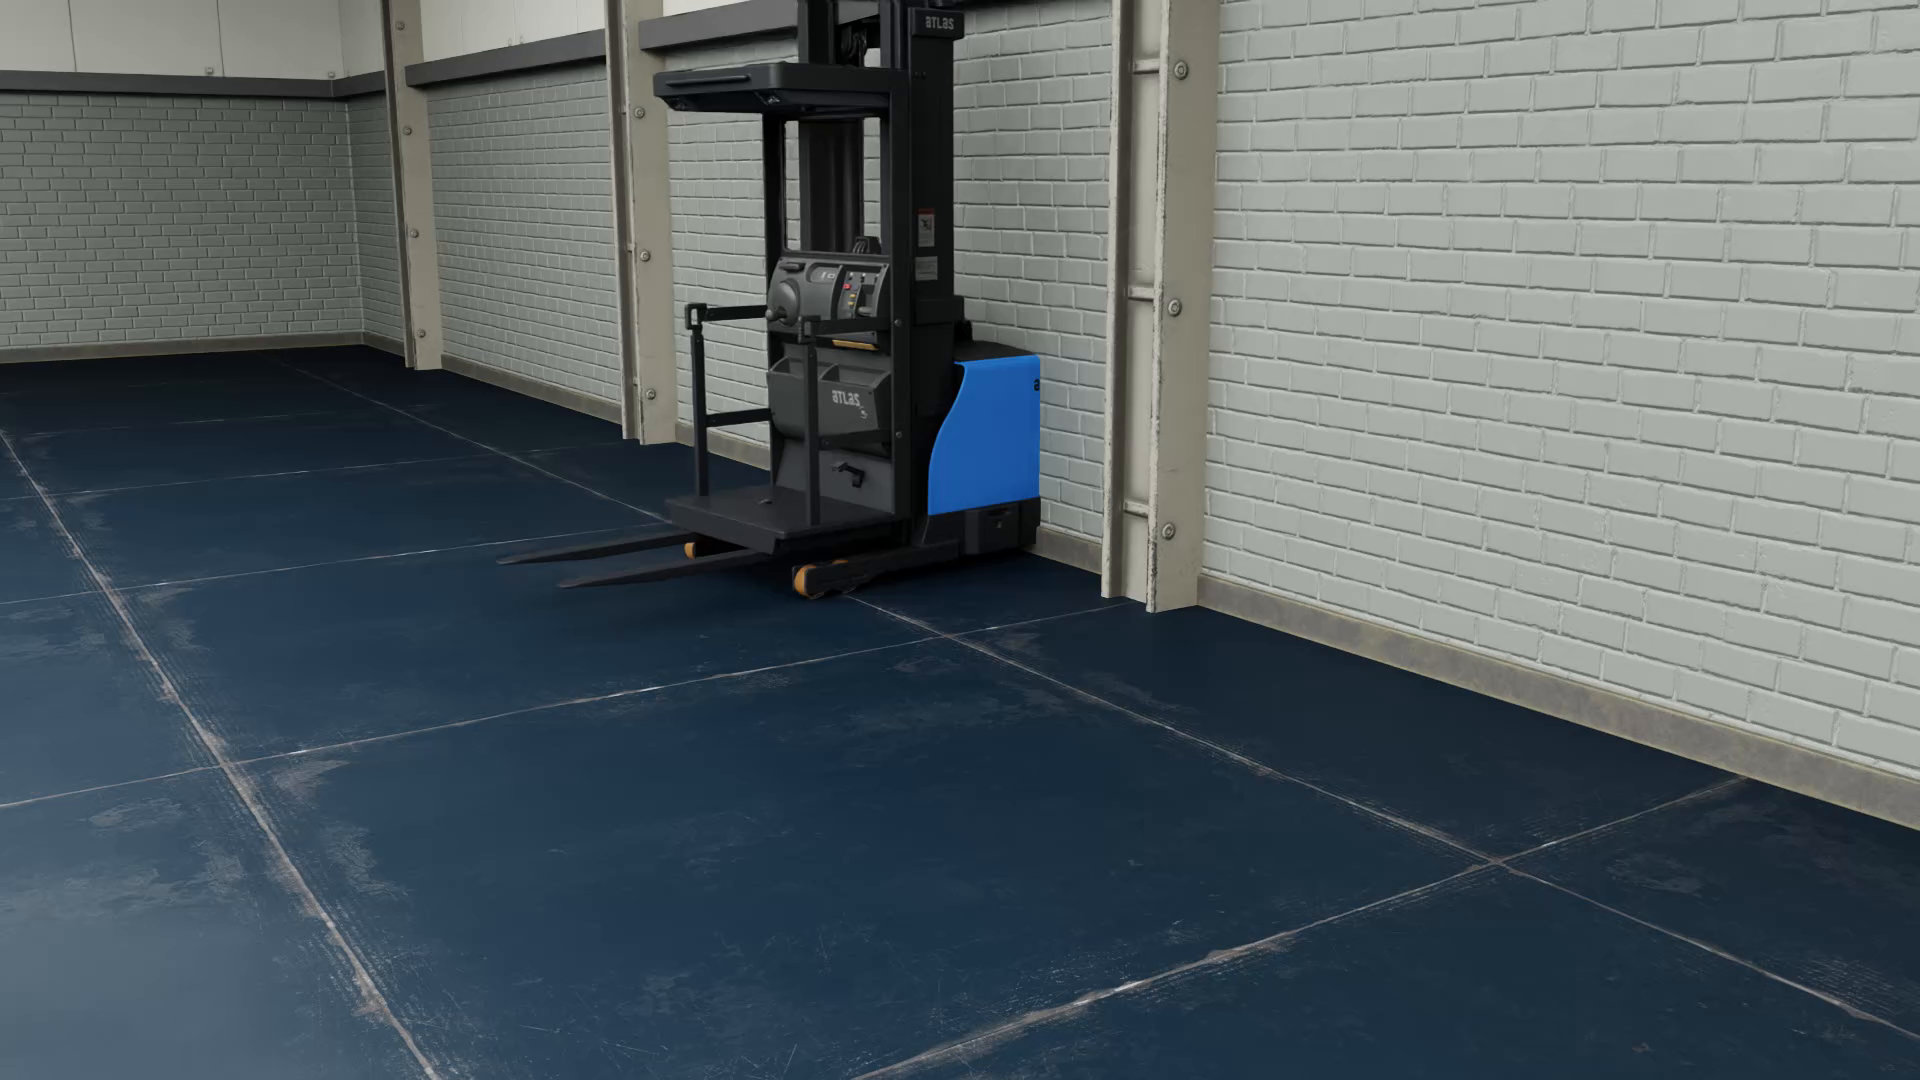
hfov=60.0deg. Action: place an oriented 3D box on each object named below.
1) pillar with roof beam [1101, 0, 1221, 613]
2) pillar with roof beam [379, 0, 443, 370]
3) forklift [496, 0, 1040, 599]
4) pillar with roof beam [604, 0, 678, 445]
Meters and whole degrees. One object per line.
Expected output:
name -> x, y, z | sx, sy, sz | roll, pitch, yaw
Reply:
pillar with roof beam -> -2.660, -3.598, 4.752 | 9.100, 9.000, 0.400 | -8, 15, -33
pillar with roof beam -> -9.309, -5.732, 14.511 | 9.100, 9.000, 0.400 | -8, 15, -33
forklift -> -0.831, -1.272, 8.315 | 3.031, 2.935, 1.130 | -10, 16, -40
pillar with roof beam -> -5.985, -4.665, 9.631 | 9.100, 9.000, 0.400 | -8, 15, -33
